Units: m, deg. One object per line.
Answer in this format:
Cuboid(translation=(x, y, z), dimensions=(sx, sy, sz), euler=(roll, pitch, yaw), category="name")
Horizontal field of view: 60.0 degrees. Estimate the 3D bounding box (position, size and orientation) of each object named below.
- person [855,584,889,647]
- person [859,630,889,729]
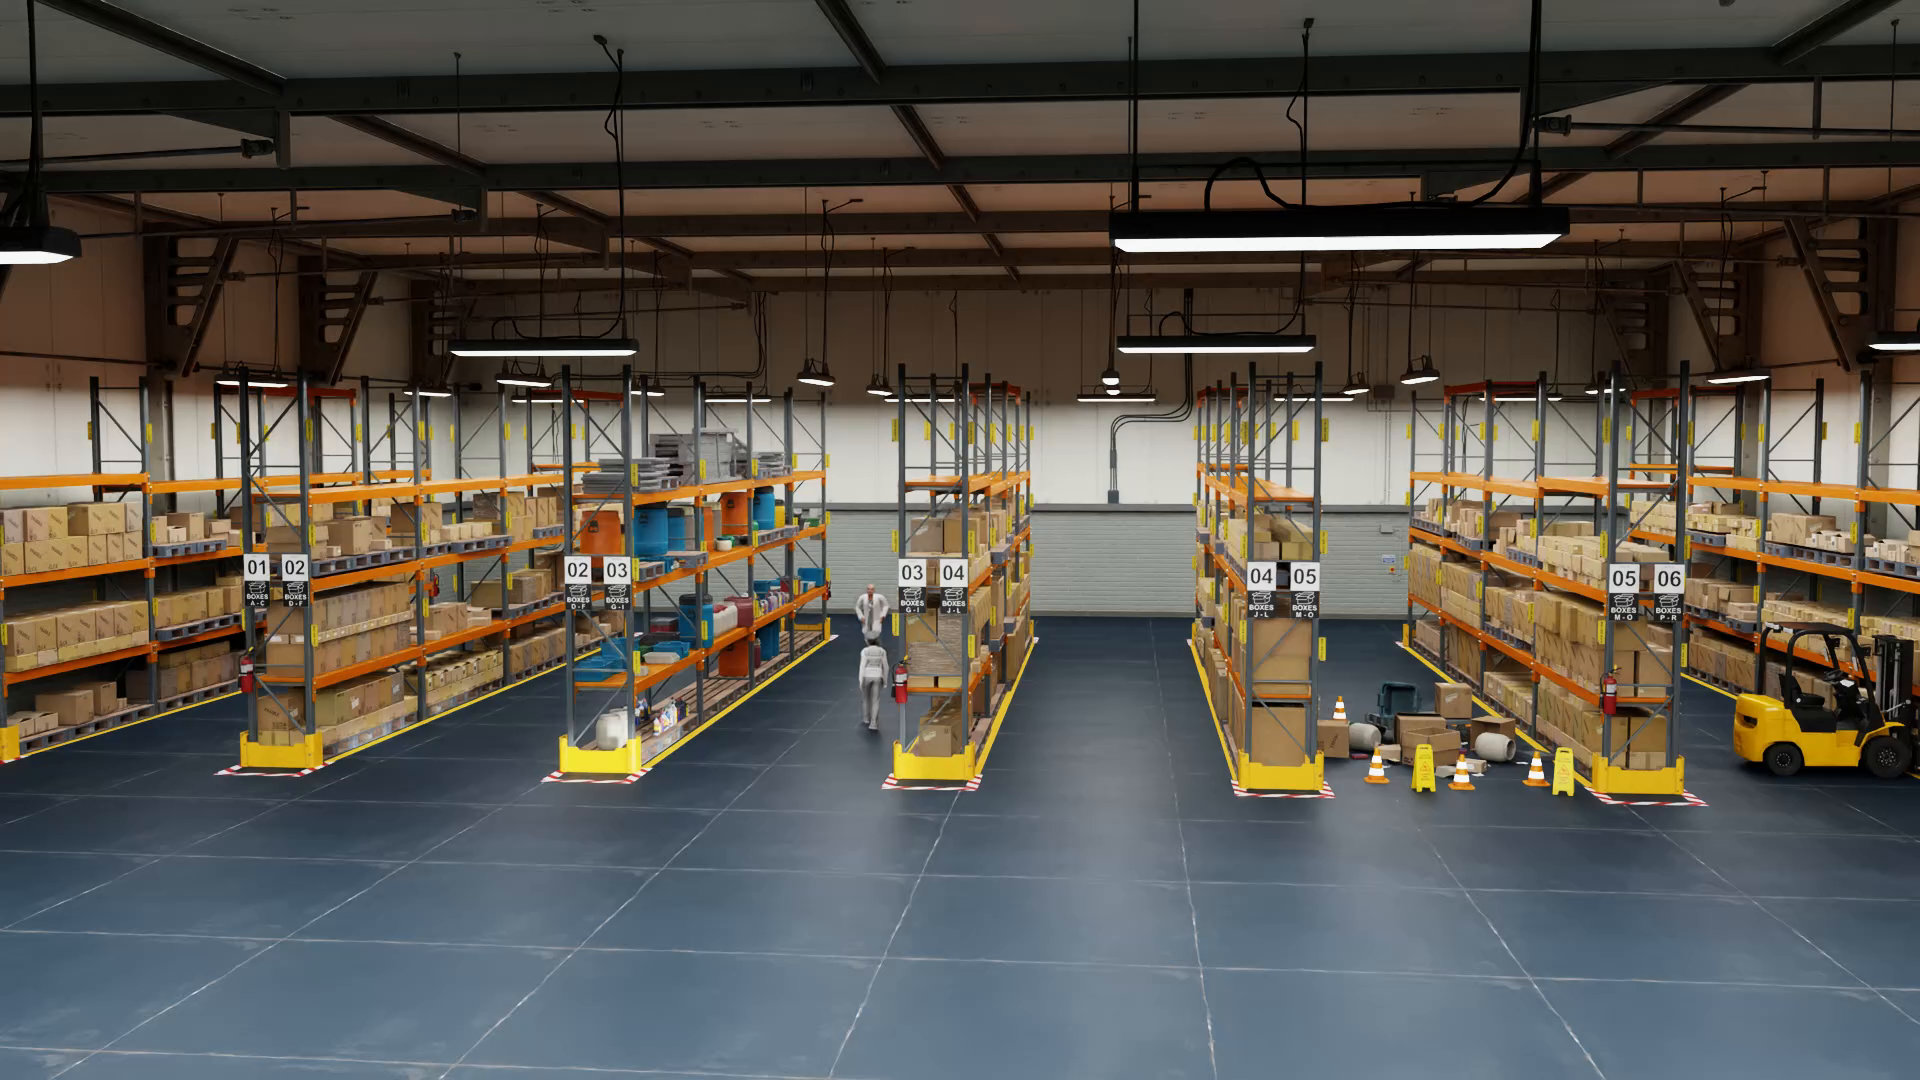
Cuboid(translation=(-1.939, 1.805, 36.846), dimensions=(0.723, 1.687, 0.660), euler=(1, 4, 13), category="person")
Cuboid(translation=(-1.462, 2.348, 28.253), dimensions=(0.515, 1.636, 0.951), euler=(0, 4, -5), category="person")
